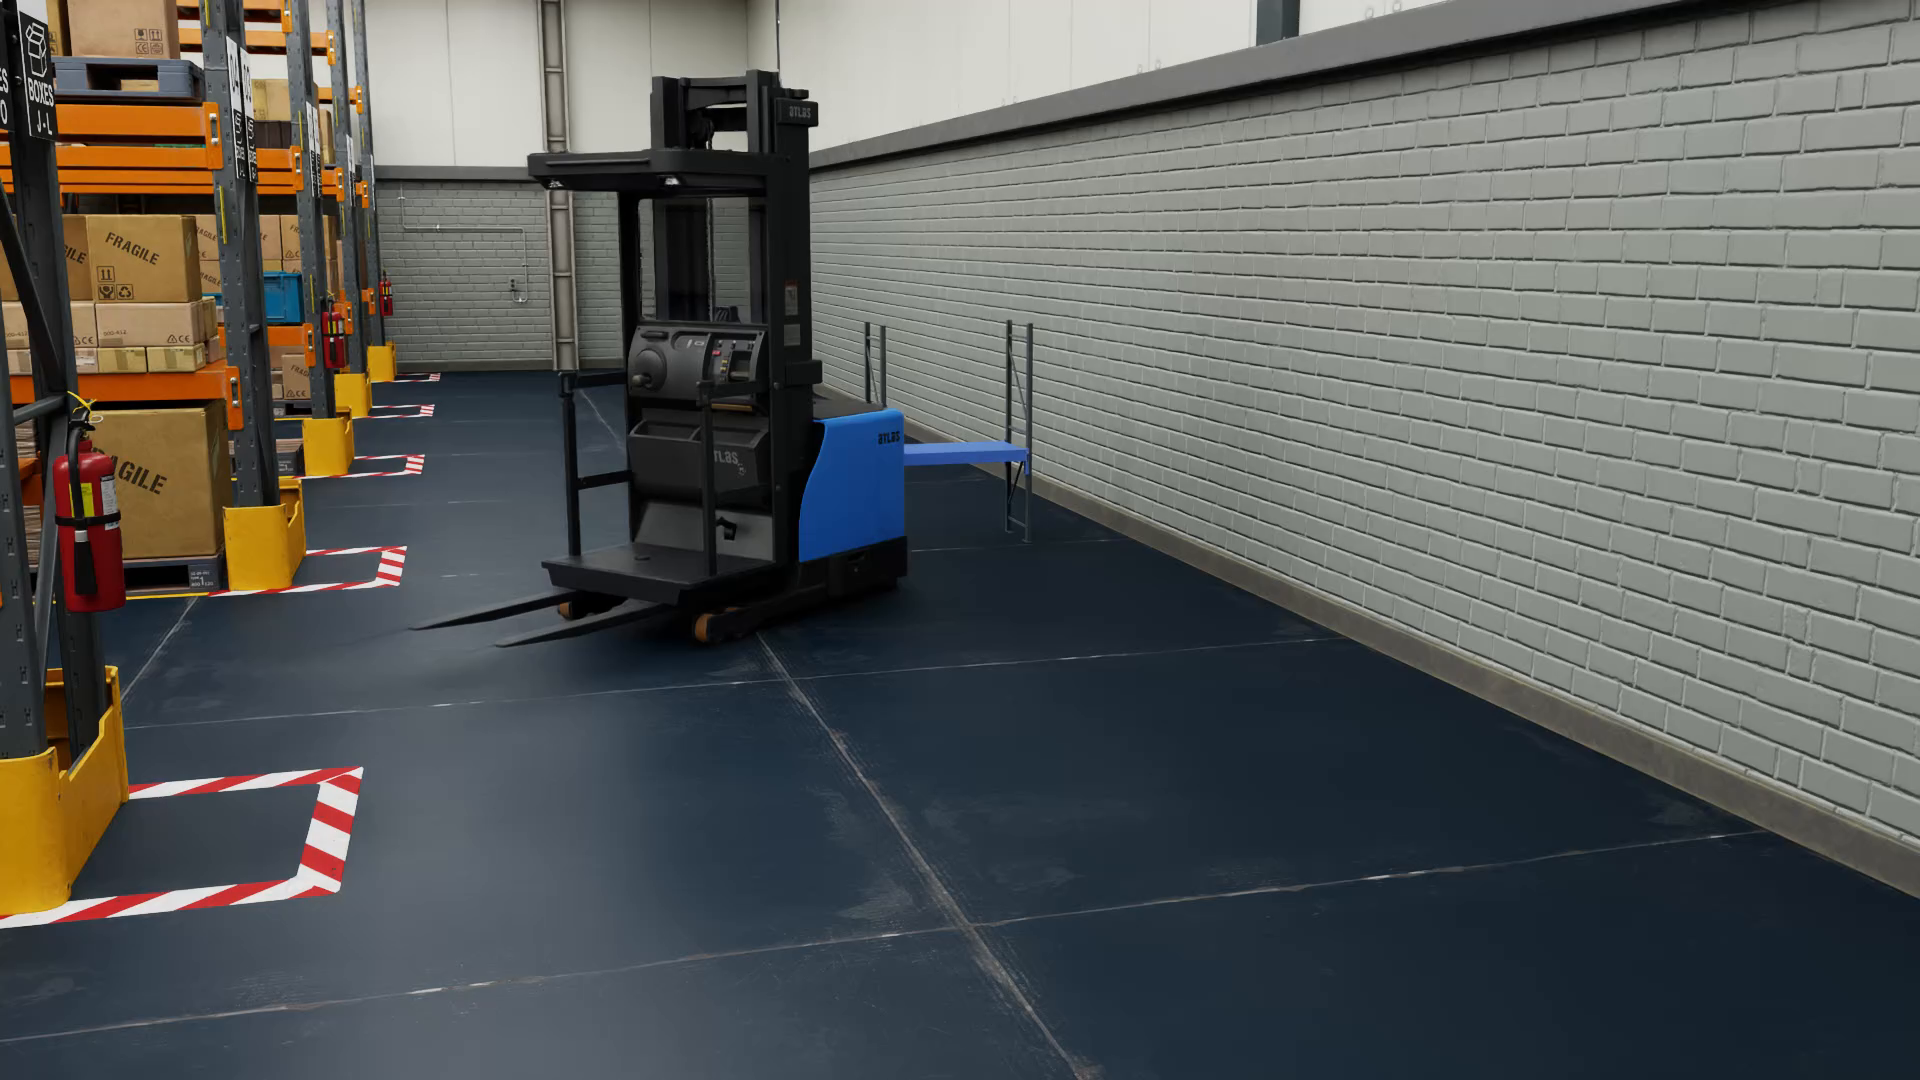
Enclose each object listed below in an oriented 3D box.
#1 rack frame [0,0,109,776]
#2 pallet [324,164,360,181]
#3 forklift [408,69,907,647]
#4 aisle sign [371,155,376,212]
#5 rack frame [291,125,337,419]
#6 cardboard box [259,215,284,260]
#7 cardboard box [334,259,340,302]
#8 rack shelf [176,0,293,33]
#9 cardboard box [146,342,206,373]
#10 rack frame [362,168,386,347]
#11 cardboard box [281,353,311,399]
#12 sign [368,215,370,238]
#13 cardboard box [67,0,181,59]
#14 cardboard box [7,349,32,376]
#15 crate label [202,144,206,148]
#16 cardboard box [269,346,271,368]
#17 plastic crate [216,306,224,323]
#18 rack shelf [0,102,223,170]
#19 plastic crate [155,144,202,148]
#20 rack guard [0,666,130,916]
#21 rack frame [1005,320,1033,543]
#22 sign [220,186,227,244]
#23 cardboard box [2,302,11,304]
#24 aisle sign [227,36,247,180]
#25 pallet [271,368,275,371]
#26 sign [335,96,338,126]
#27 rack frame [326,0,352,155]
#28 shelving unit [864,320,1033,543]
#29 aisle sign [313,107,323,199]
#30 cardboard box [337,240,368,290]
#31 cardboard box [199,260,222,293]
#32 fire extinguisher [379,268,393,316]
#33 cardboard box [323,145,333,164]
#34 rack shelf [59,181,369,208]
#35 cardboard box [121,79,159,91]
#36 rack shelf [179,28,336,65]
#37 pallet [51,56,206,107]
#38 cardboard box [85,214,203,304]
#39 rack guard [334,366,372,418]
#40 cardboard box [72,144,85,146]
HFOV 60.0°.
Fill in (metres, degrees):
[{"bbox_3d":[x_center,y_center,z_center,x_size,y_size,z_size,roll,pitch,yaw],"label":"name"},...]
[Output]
[{"bbox_3d":[-3.080,-0.409,5.483,0.127,3.000,1.000,-3,11,-16],"label":"rack frame"},{"bbox_3d":[-9.232,-5.252,23.749,1.213,0.211,1.003,-3,11,-16],"label":"pallet"},{"bbox_3d":[-1.550,-0.995,8.855,1.130,2.935,3.031,7,12,33],"label":"forklift"},{"bbox_3d":[-8.370,-5.090,23.728,0.004,0.787,0.394,-3,11,-16],"label":"aisle sign"},{"bbox_3d":[-5.754,-2.137,14.871,0.127,3.000,1.000,-3,11,-16],"label":"rack frame"},{"bbox_3d":[-7.970,-3.443,18.929,0.500,0.500,0.500,-3,11,-14],"label":"cardboard box"},{"bbox_3d":[-7.634,-3.071,19.668,0.500,0.500,0.500,-3,11,-15],"label":"cardboard box"},{"bbox_3d":[-7.674,-4.436,13.880,4.000,0.370,1.077,-3,11,-16],"label":"rack shelf"},{"bbox_3d":[-4.619,-1.078,9.808,0.250,0.149,0.380,-3,11,-15],"label":"cardboard box"},{"bbox_3d":[-8.523,-3.860,24.226,0.127,3.000,1.000,-3,11,-16],"label":"rack frame"},{"bbox_3d":[-7.588,-1.915,19.354,0.500,0.500,0.500,-3,11,-16],"label":"cardboard box"},{"bbox_3d":[-8.385,-4.450,23.584,0.005,0.325,0.100,-3,11,-16],"label":"sign"},{"bbox_3d":[-4.854,-3.021,9.673,0.500,0.500,0.700,-4,11,-19],"label":"cardboard box"},{"bbox_3d":[-5.351,-1.039,9.599,0.250,0.149,0.380,-3,11,-15],"label":"cardboard box"},{"bbox_3d":[-6.730,-3.549,14.665,0.502,0.251,0.408,-3,11,-16],"label":"crate label"},{"bbox_3d":[-10.130,-2.733,23.851,0.500,0.500,0.700,-3,11,-18],"label":"cardboard box"},{"bbox_3d":[-6.486,-1.964,14.495,0.243,0.136,0.396,-3,11,-16],"label":"plastic crate"},{"bbox_3d":[-6.290,-2.297,9.438,4.000,0.370,1.077,-3,11,-16],"label":"rack shelf"},{"bbox_3d":[-6.621,-3.409,14.078,0.336,0.188,0.450,-3,11,-16],"label":"plastic crate"},{"bbox_3d":[-3.153,0.824,5.689,0.348,0.500,1.175,-3,11,-16],"label":"rack guard"},{"bbox_3d":[0.406,-0.759,11.527,0.032,1.500,0.500,-3,11,-16],"label":"rack frame"},{"bbox_3d":[-4.231,-1.867,9.552,0.005,0.325,0.100,-3,11,-16],"label":"sign"},{"bbox_3d":[-5.736,-1.227,9.518,0.500,0.250,0.500,-3,11,-18],"label":"cardboard box"},{"bbox_3d":[-4.216,-2.506,9.696,0.004,0.787,0.394,-3,11,-16],"label":"aisle sign"},{"bbox_3d":[-10.438,-2.373,23.853,1.213,0.211,1.003,-3,11,-16],"label":"pallet"},{"bbox_3d":[-6.999,-4.812,18.669,0.005,0.325,0.100,-3,11,-16],"label":"sign"},{"bbox_3d":[-7.135,-5.949,19.007,0.127,3.000,1.000,-3,11,-16],"label":"rack frame"},{"bbox_3d":[-0.082,-0.733,11.387,1.048,1.500,0.538,-3,11,-16],"label":"shelving unit"},{"bbox_3d":[-5.768,-3.471,14.936,0.004,0.787,0.394,-3,11,-16],"label":"aisle sign"},{"bbox_3d":[-9.010,-3.980,24.050,0.700,0.700,0.980,-3,11,-13],"label":"cardboard box"},{"bbox_3d":[-8.466,-2.927,18.883,0.500,0.500,0.500,-3,11,-15],"label":"cardboard box"},{"bbox_3d":[-8.249,-3.566,23.873,0.183,0.674,0.296,-3,11,-16],"label":"fire extinguisher"},{"bbox_3d":[-9.152,-5.433,23.469,0.500,0.250,0.500,-3,11,-14],"label":"cardboard box"},{"bbox_3d":[-10.443,-4.880,23.470,4.000,0.370,1.077,-3,11,-16],"label":"rack shelf"},{"bbox_3d":[-9.083,-4.922,18.677,0.500,0.500,0.700,-3,11,-16],"label":"cardboard box"},{"bbox_3d":[-9.055,-5.492,18.522,4.000,0.370,1.077,-3,11,-16],"label":"rack shelf"},{"bbox_3d":[-5.079,-2.669,9.717,1.213,0.211,1.003,-3,11,-16],"label":"pallet"},{"bbox_3d":[-4.764,-1.647,9.731,0.500,0.500,0.500,-3,11,-15],"label":"cardboard box"},{"bbox_3d":[-7.208,-1.765,19.755,0.348,0.500,1.175,-3,11,-16],"label":"rack guard"},{"bbox_3d":[-9.478,-4.229,18.362,0.500,0.250,0.500,-3,11,-16],"label":"cardboard box"}]
